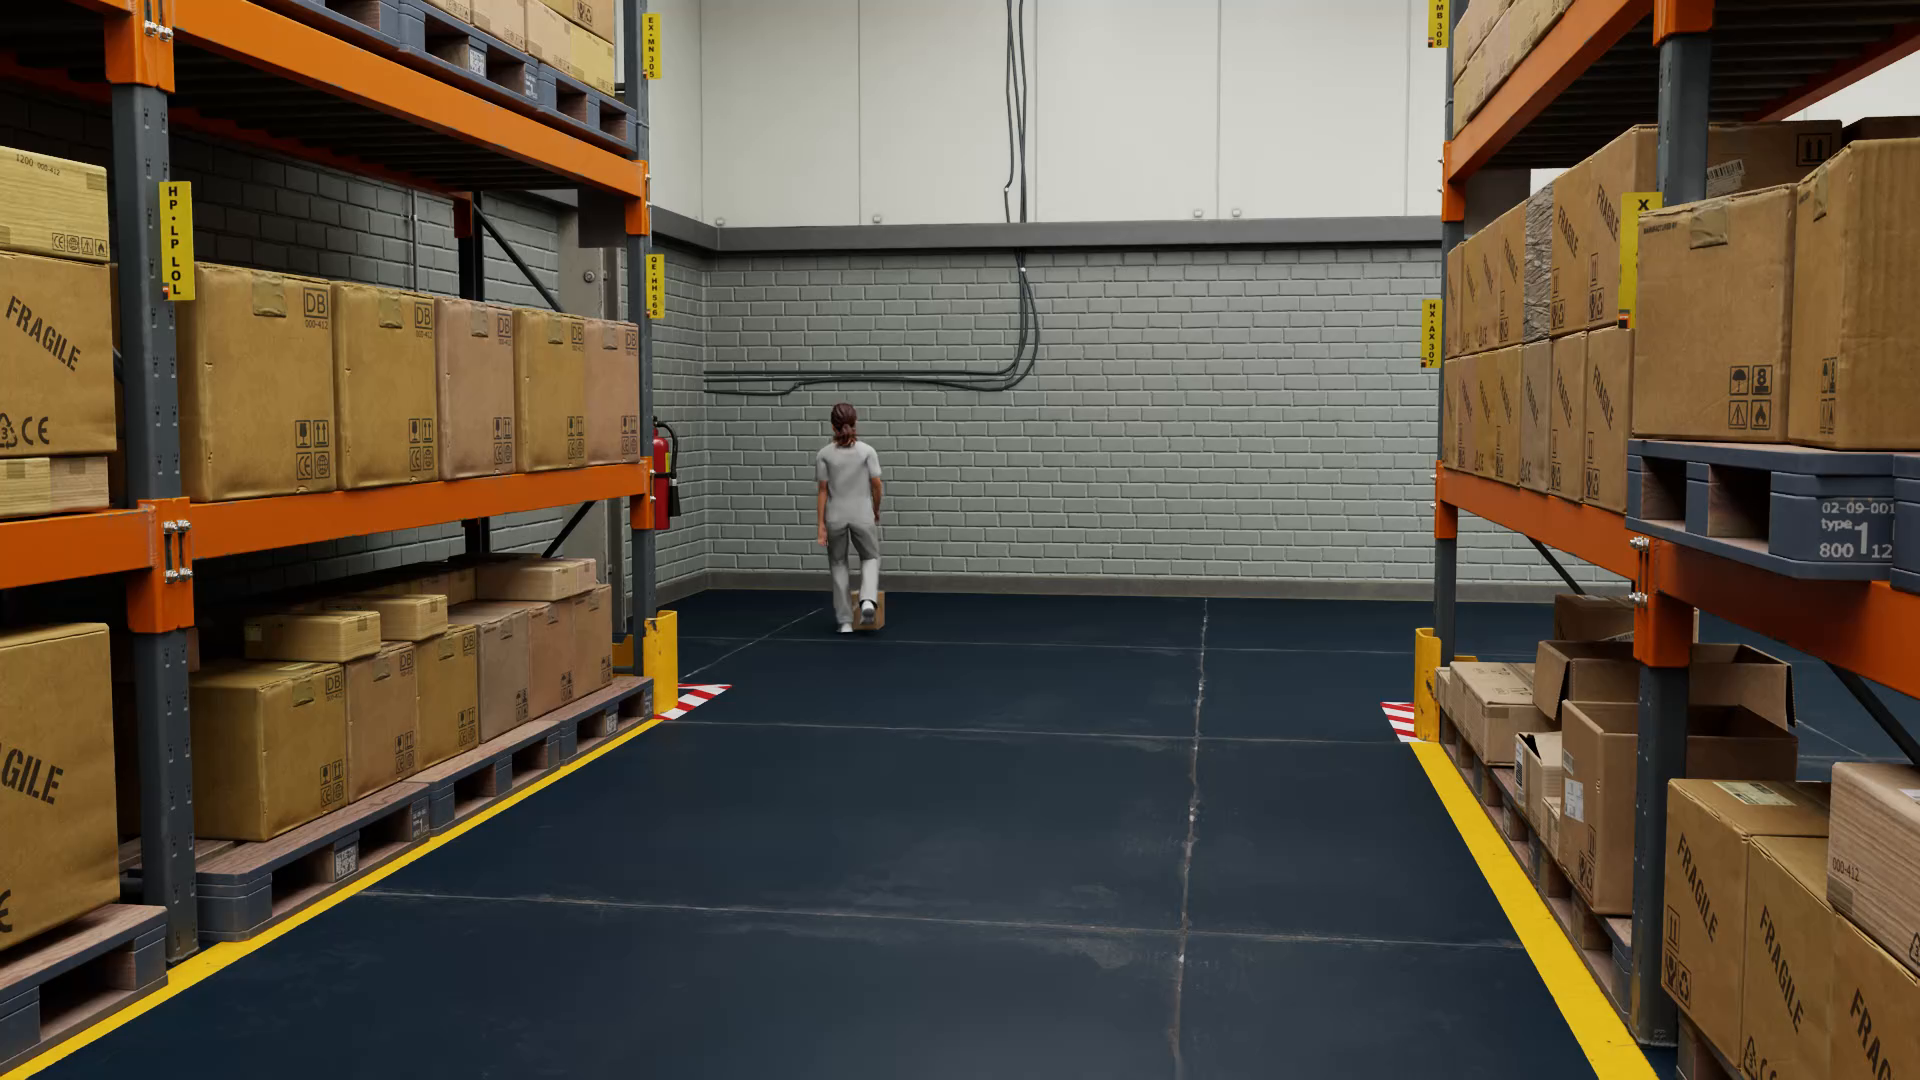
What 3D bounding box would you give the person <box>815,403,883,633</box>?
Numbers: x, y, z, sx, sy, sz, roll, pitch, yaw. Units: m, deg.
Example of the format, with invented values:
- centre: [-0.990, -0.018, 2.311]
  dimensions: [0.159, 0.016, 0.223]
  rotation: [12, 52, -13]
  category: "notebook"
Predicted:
- centre: [-0.767, -0.137, 11.530]
  dimensions: [0.460, 1.619, 0.638]
  rotation: [0, 5, -4]
  category: "person"
